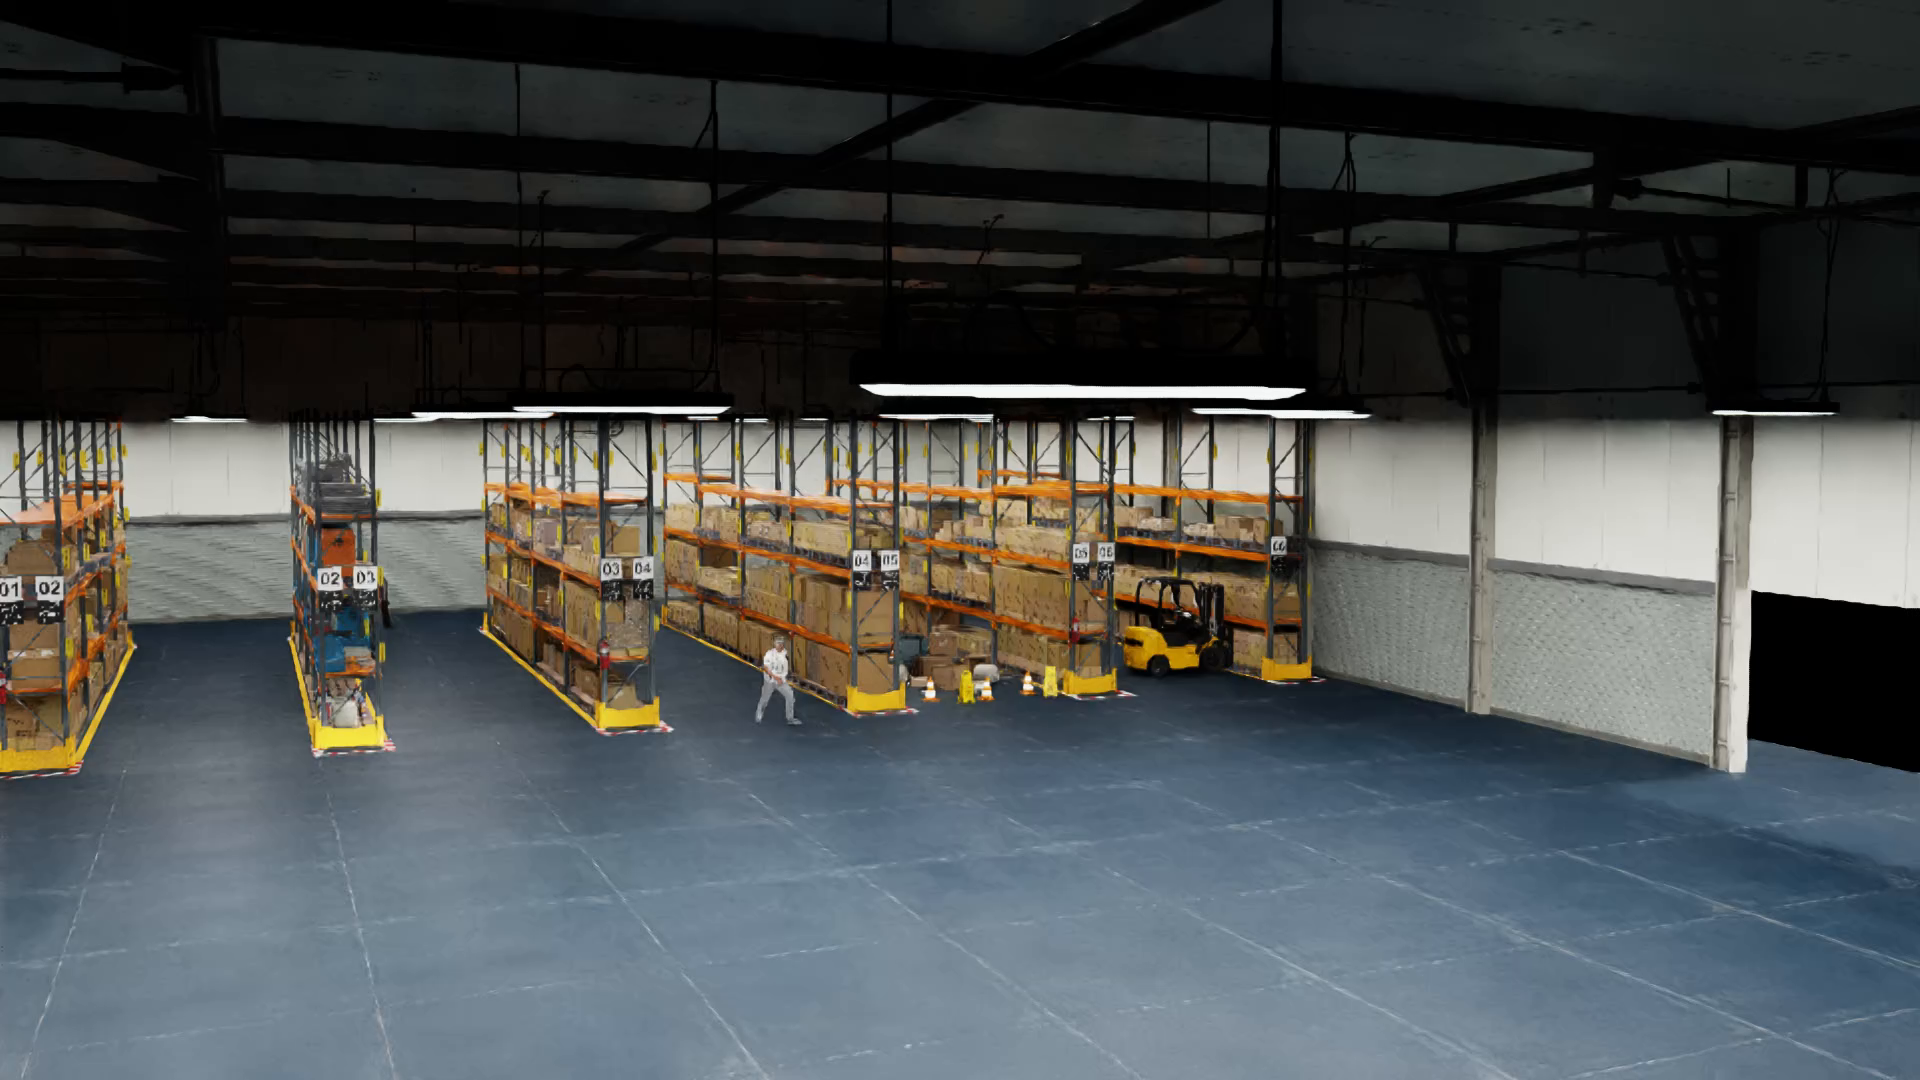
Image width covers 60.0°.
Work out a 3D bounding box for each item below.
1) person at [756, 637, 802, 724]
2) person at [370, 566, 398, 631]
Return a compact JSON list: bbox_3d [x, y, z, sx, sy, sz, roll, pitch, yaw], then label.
[{"bbox_3d":[-3.496,2.652,31.621,0.691,1.687,0.860,-3,5,-40],"label":"person"},{"bbox_3d":[-15.958,1.610,45.854,0.575,1.773,0.766,1,4,11],"label":"person"}]
